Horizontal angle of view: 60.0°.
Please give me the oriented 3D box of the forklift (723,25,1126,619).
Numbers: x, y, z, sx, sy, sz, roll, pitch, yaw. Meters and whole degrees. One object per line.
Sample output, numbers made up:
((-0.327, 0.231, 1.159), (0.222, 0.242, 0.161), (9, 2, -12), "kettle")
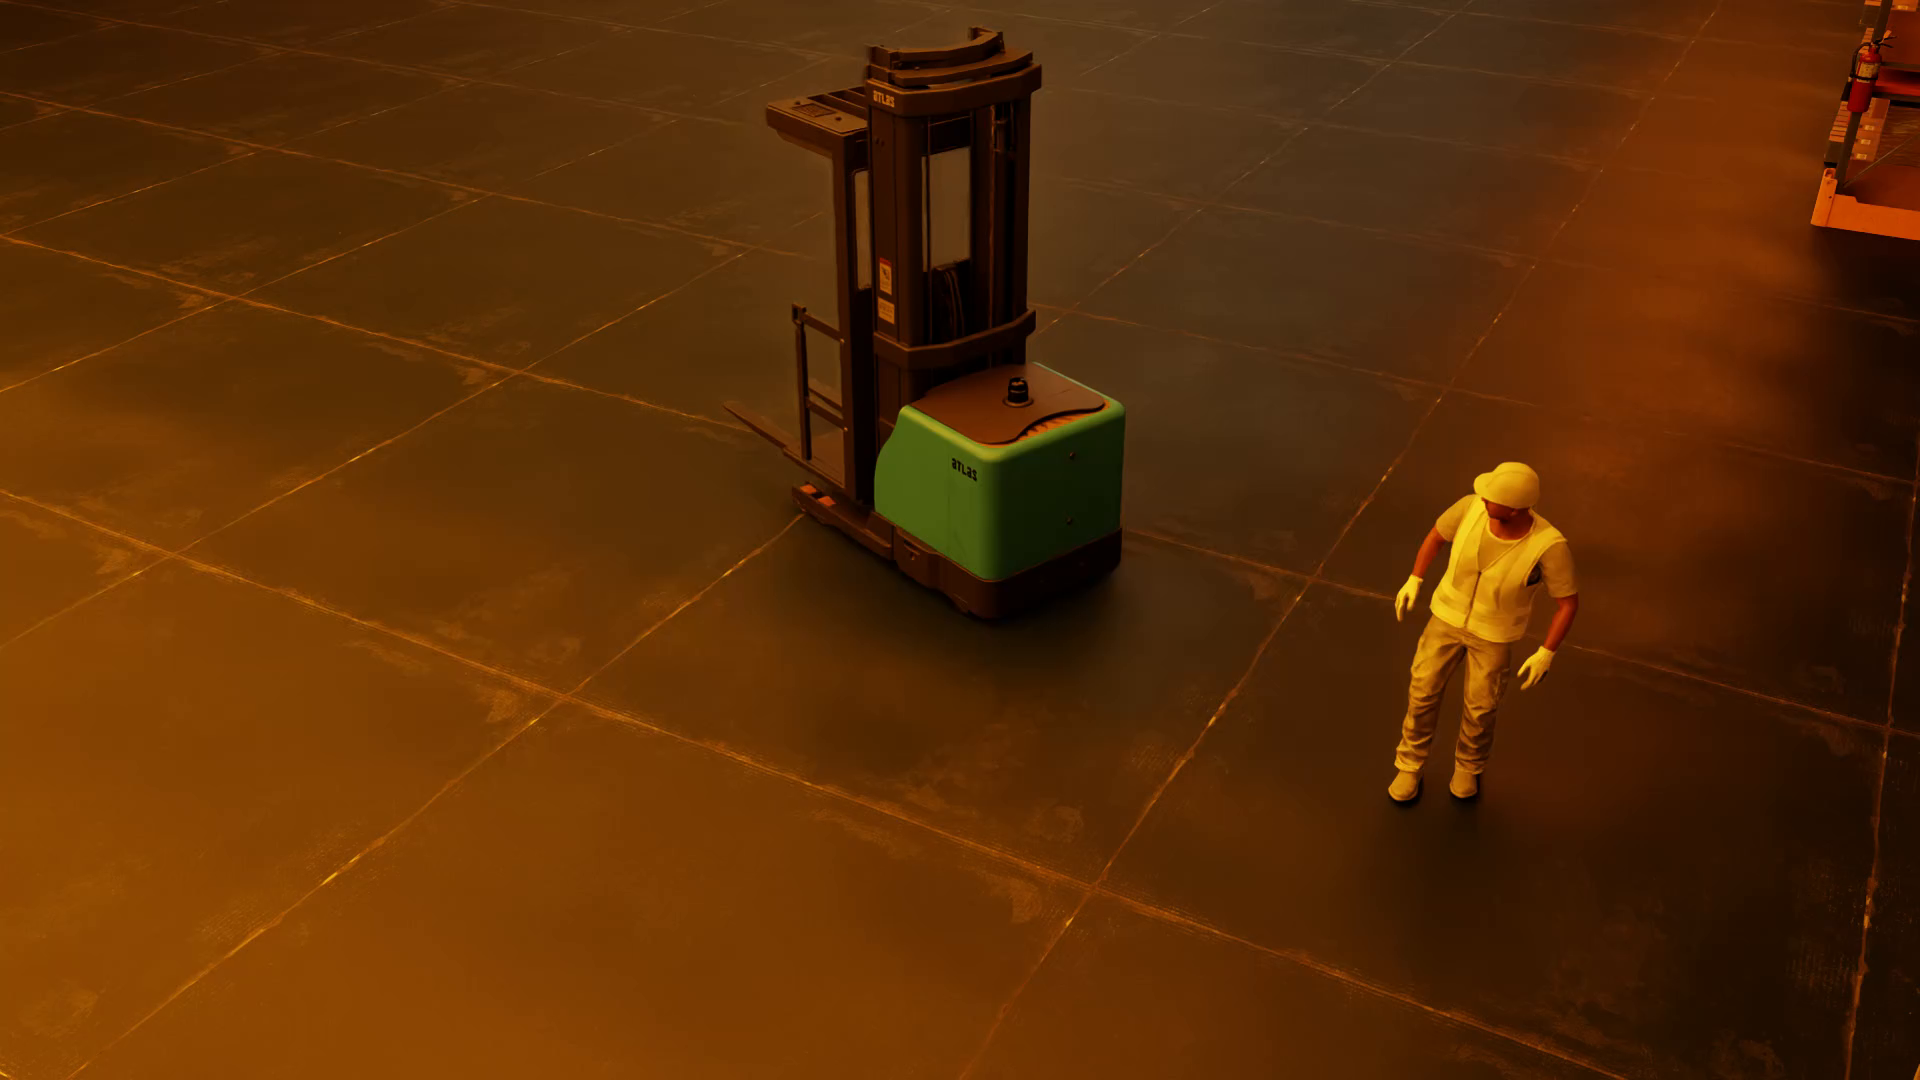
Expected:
((-0.382, -1.507, 9.682), (1.130, 2.935, 3.031), (-22, 37, -33), "forklift")

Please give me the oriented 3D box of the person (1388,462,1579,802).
((2.322, 0.427, 7.504), (0.785, 1.760, 0.521), (19, 35, 30), "person")
